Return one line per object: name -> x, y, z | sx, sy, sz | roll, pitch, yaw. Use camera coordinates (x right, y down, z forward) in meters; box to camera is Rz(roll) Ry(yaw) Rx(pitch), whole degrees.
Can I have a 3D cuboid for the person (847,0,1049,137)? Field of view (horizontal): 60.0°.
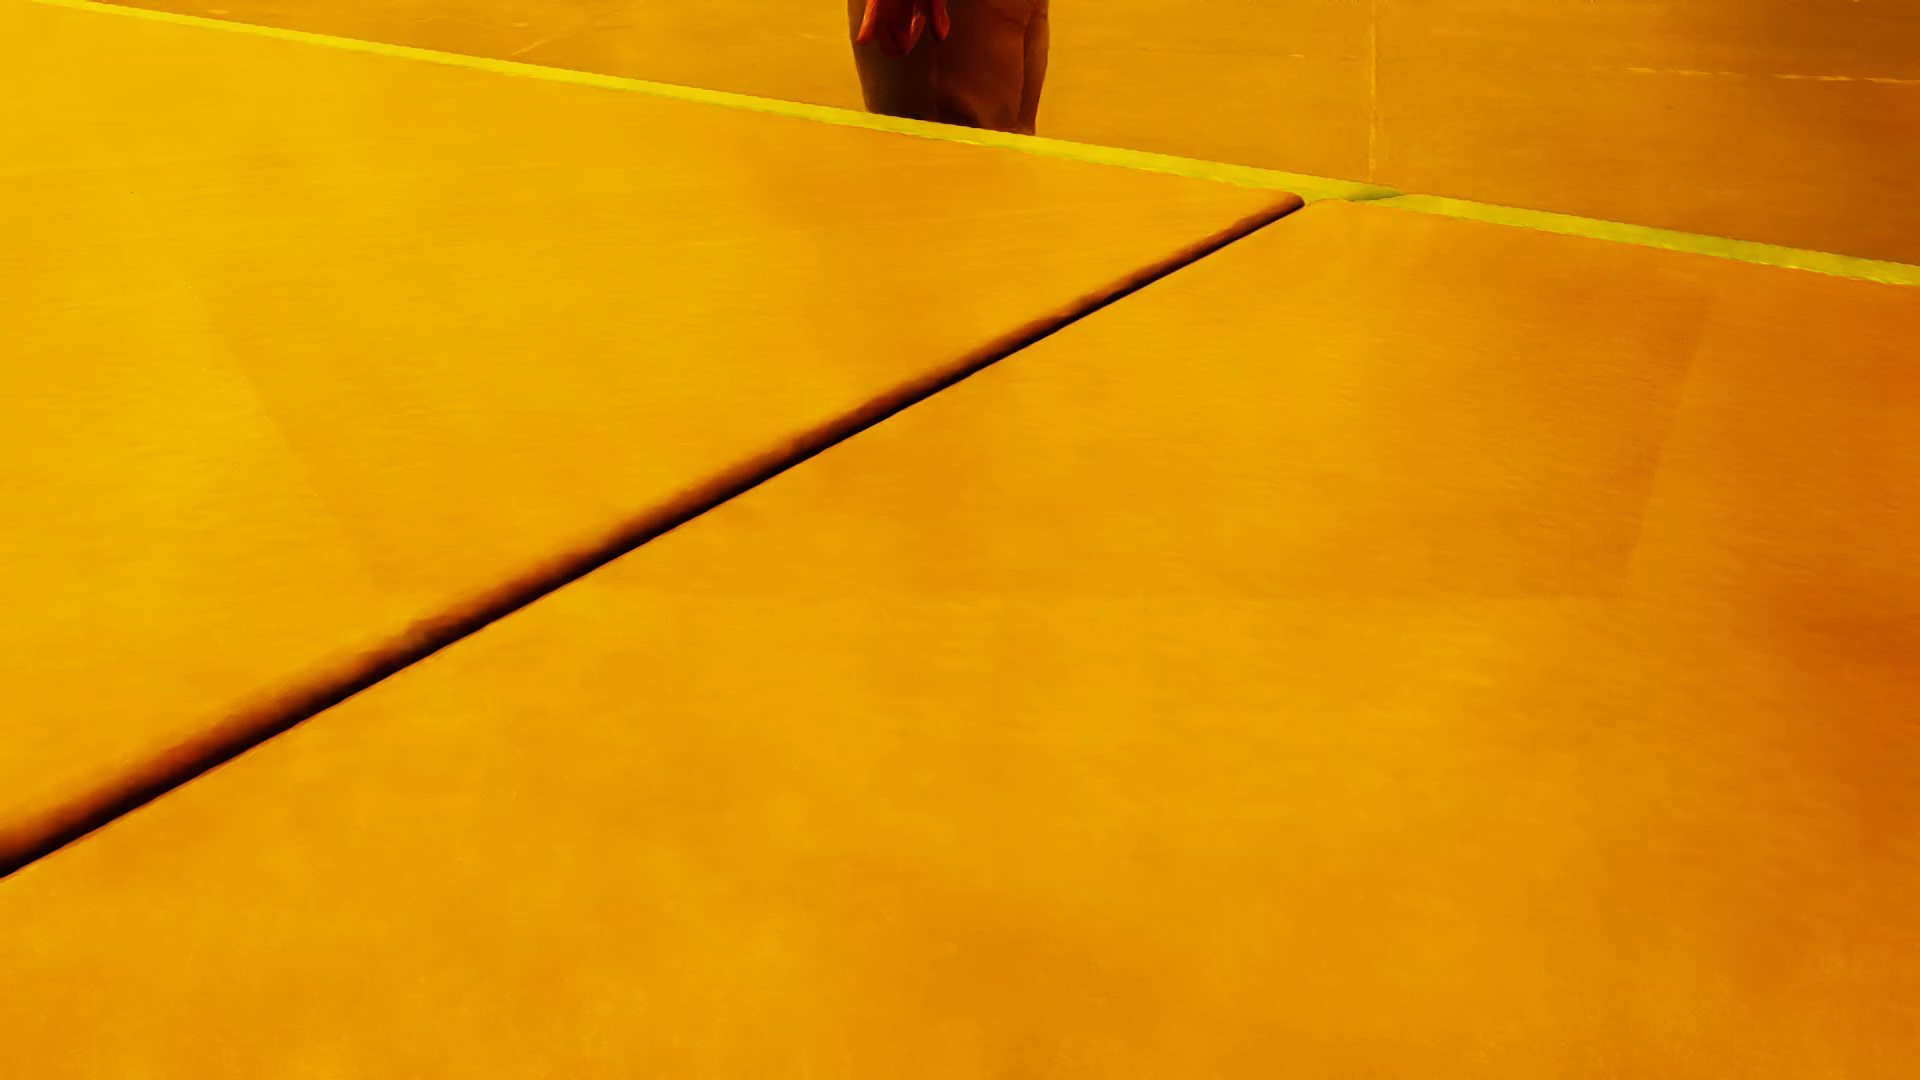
person -> -0.013, -0.790, 2.103 | 0.367, 1.771, 0.559 | 6, 27, 11
